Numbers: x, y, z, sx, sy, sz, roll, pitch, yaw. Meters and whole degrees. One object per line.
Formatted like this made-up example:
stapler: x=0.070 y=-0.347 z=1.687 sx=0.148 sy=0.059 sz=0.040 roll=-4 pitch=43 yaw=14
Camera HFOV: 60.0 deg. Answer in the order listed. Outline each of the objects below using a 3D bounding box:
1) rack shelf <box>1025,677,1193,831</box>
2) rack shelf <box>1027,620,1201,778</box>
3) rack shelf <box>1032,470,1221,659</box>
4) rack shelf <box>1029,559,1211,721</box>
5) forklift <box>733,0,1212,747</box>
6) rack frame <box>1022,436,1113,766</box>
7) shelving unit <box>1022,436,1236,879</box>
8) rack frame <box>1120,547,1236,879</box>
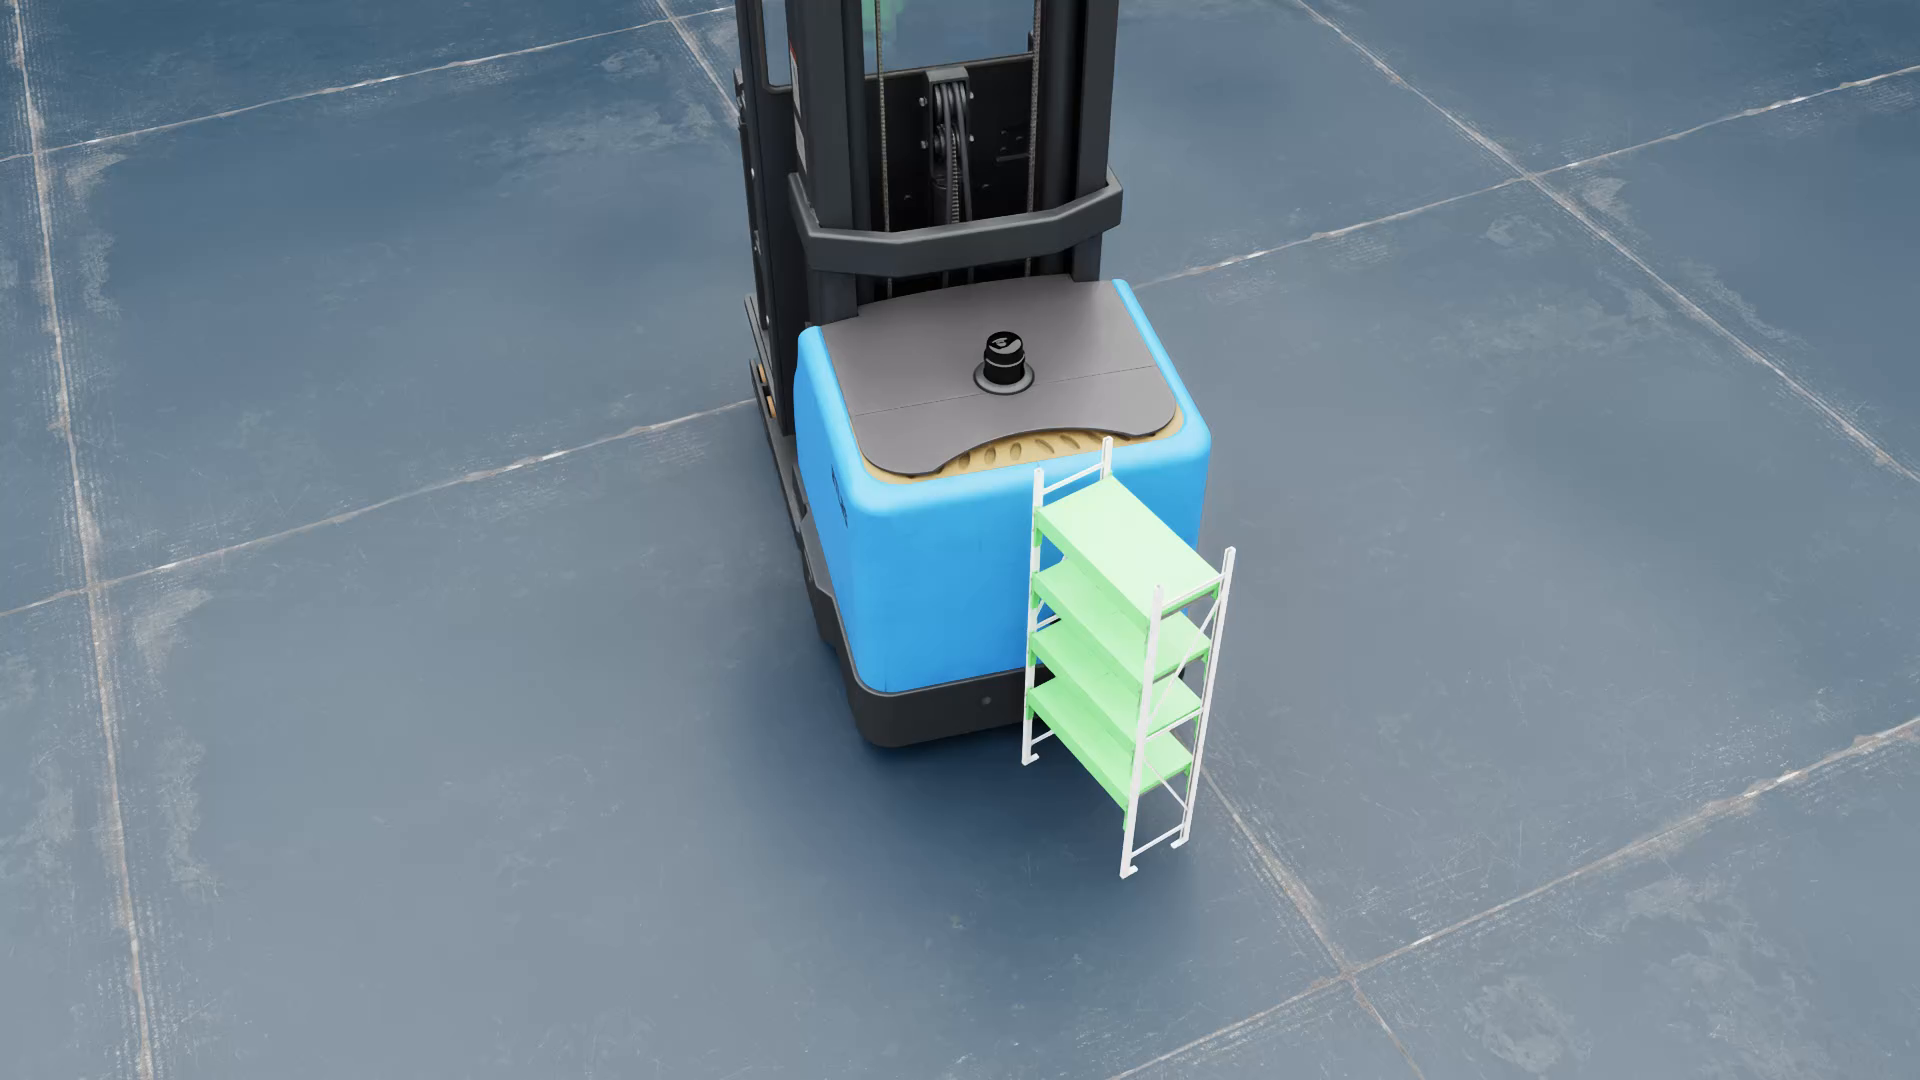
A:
rack shelf: x=0.427 y=0.567 z=4.754 sx=0.258 sy=0.148 sz=0.480 roll=-25 pitch=50 yaw=-23
rack shelf: x=0.427 y=0.396 z=4.585 sx=0.258 sy=0.148 sz=0.480 roll=-25 pitch=50 yaw=-23
rack shelf: x=0.427 y=0.055 z=4.248 sx=0.258 sy=0.148 sz=0.480 roll=-25 pitch=50 yaw=-23
rack shelf: x=0.427 y=0.225 z=4.417 sx=0.258 sy=0.148 sz=0.480 roll=-25 pitch=50 yaw=-23
forklift: x=-0.158 y=-1.472 z=5.155 sx=1.130 sy=2.935 sz=3.031 roll=-10 pitch=46 yaw=-10
rack frame: x=0.292 y=0.208 z=4.685 sx=0.240 sy=1.200 sz=0.015 roll=-25 pitch=50 yaw=-23
shelving unit: x=0.427 y=0.351 z=4.540 sx=0.258 sy=1.200 sz=0.503 roll=-25 pitch=50 yaw=-23
rack frame: x=0.563 y=0.493 z=4.396 sx=0.240 sy=1.200 sz=0.015 roll=-25 pitch=50 yaw=-23
